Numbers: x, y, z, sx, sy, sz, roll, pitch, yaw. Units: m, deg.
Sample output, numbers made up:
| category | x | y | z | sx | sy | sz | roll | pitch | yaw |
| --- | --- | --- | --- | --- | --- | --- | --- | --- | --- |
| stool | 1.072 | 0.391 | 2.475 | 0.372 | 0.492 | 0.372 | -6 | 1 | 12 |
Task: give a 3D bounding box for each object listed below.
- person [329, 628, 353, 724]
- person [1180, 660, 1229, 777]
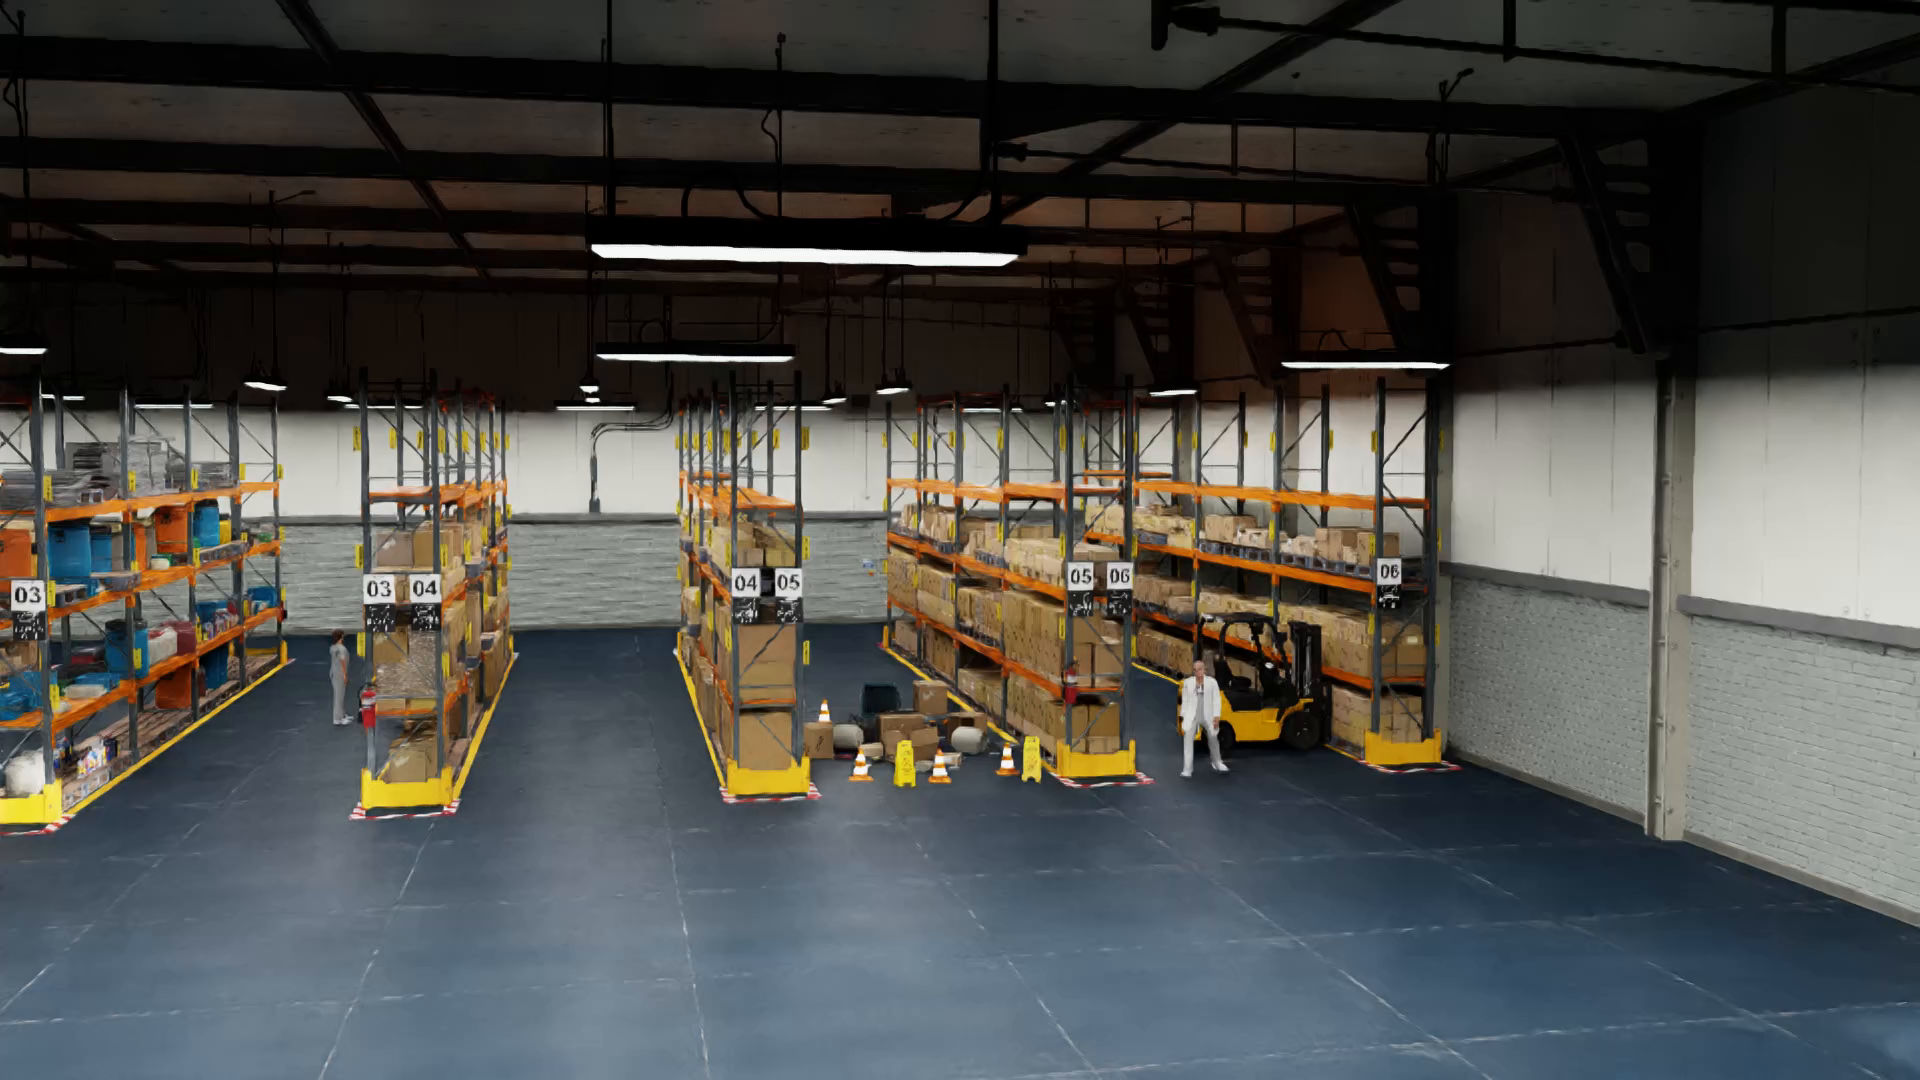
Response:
| category | x | y | z | sx | sy | sz | roll | pitch | yaw |
| --- | --- | --- | --- | --- | --- | --- | --- | --- | --- |
| person | -10.955 | 2.398 | 29.467 | 0.441 | 1.675 | 0.496 | -3 | 5 | -42 |
| person | 3.653 | 2.658 | 24.849 | 0.728 | 1.750 | 0.893 | 0 | 3 | 8 |
